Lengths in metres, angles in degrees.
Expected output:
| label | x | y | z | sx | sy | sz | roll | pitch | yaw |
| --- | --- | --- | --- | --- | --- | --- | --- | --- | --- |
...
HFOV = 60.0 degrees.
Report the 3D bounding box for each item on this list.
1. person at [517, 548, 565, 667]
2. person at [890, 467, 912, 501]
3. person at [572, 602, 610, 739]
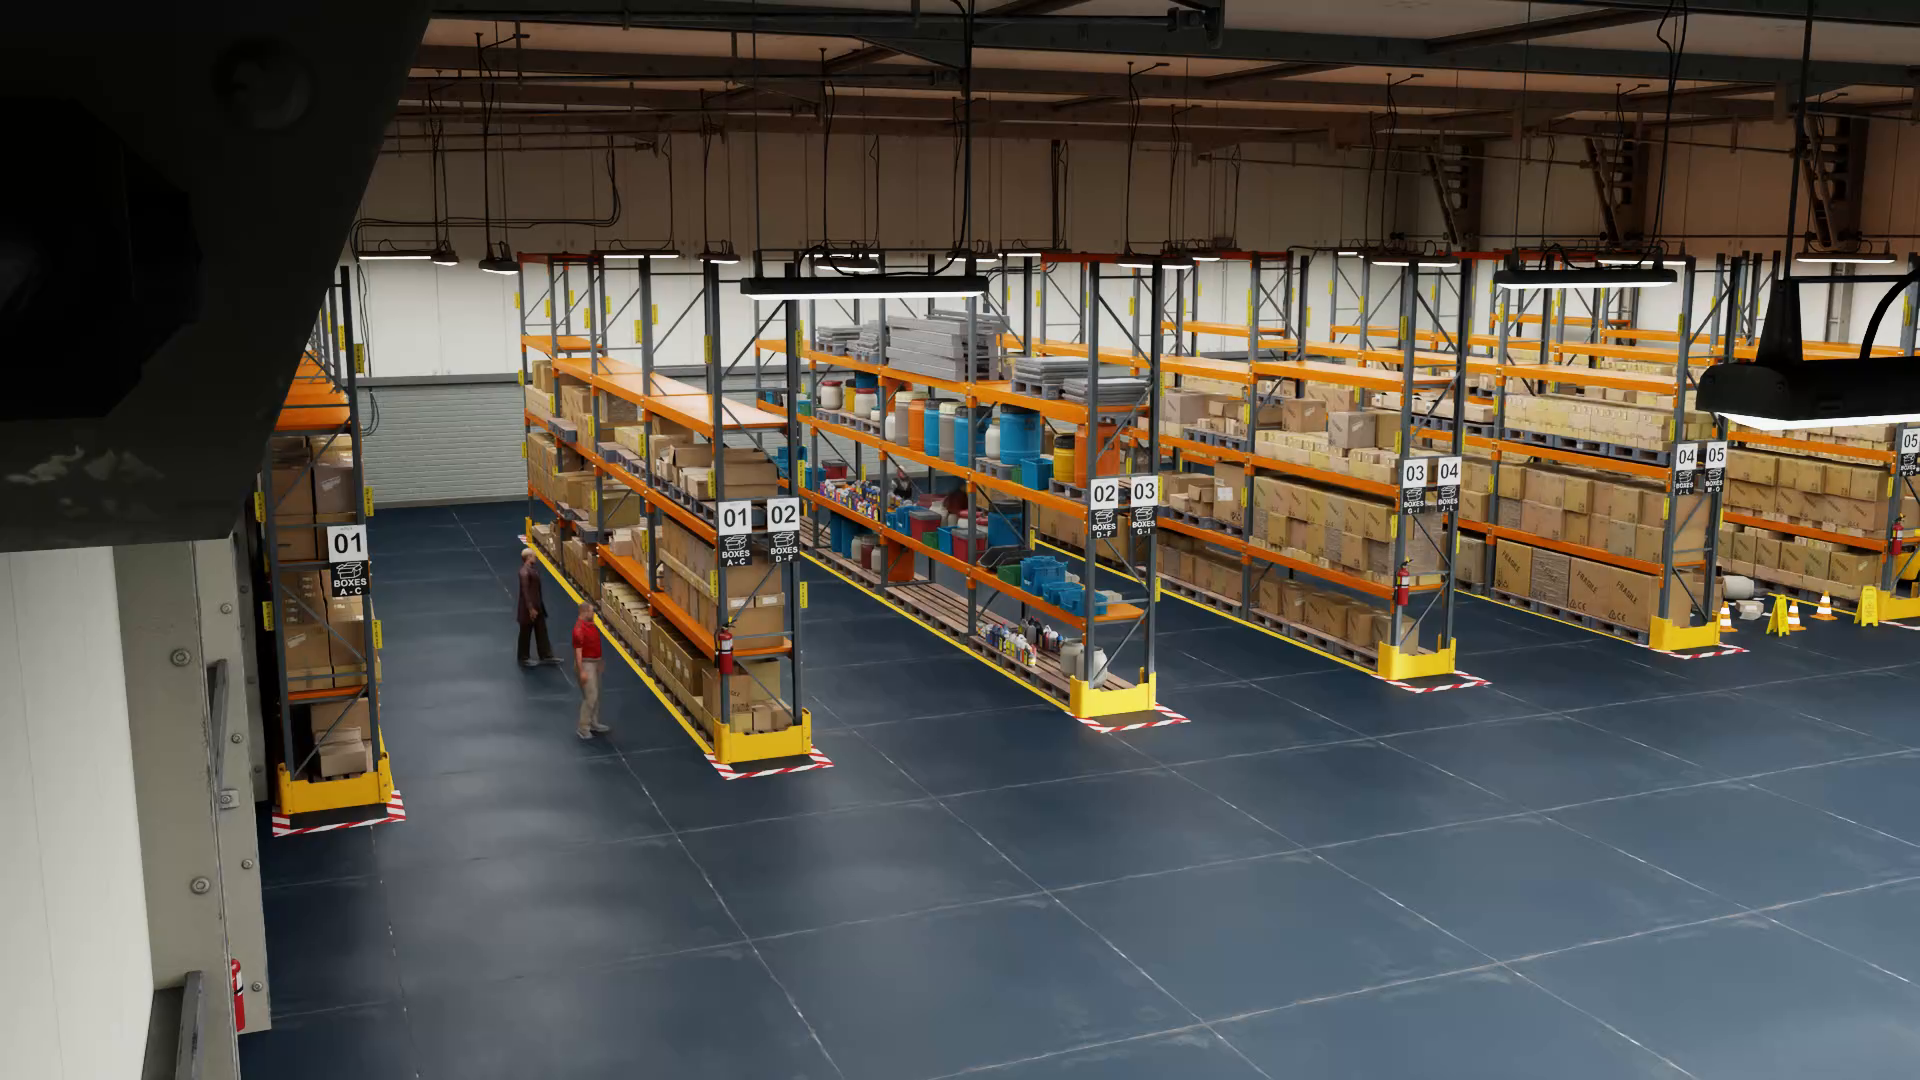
| label | x | y | z | sx | sy | sz | roll | pitch | yaw |
| --- | --- | --- | --- | --- | --- | --- | --- | --- | --- |
| person | -6.311 | 1.008 | 24.634 | 0.676 | 1.777 | 0.595 | 2 | 11 | 13 |
| person | -1.151 | -0.674 | 34.003 | 0.606 | 1.664 | 1.033 | -8 | 13 | -38 |
| person | -4.747 | 1.678 | 21.362 | 0.400 | 1.810 | 0.615 | 1 | 10 | 4 |
